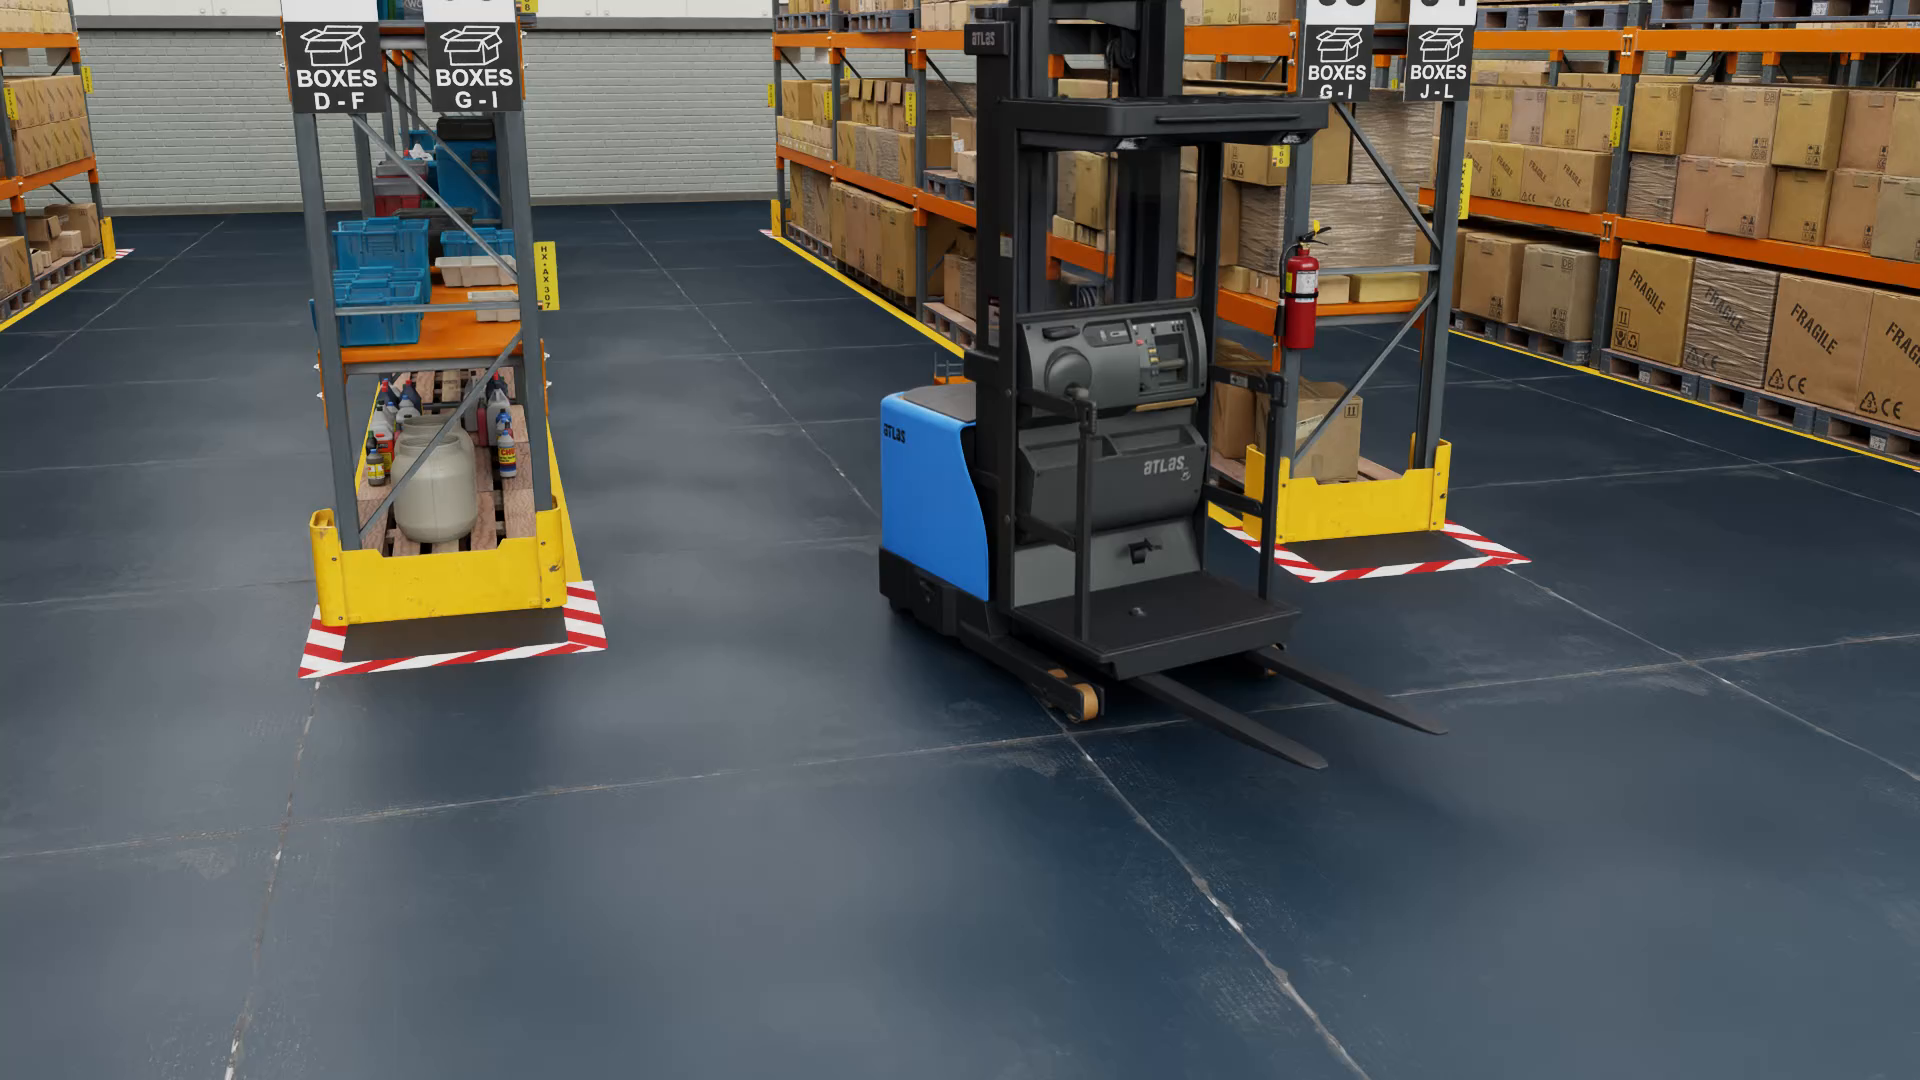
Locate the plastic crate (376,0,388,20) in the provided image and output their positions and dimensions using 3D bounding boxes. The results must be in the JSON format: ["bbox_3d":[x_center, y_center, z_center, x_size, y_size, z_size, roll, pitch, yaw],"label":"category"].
[{"bbox_3d":[-3.325,-3.021,9.111,0.392,0.384,0.575,-5,17,-15],"label":"plastic crate"}]

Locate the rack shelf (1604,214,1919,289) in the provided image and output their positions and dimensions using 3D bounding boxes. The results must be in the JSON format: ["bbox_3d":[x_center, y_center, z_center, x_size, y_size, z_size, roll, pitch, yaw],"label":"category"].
[{"bbox_3d":[6.498,-2.053,12.324,1.077,0.370,4.000,-5,17,-15],"label":"rack shelf"}]

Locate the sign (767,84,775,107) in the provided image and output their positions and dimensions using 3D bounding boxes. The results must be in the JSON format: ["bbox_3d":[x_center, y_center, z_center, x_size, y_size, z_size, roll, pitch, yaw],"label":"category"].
[{"bbox_3d":[-2.681,-6.317,23.624,0.100,0.325,0.005,-5,17,-15],"label":"sign"}]

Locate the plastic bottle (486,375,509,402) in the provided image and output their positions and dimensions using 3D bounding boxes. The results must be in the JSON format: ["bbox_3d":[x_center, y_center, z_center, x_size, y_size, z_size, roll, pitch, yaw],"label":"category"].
[{"bbox_3d":[-3.104,-0.929,11.170,0.144,0.351,0.185,-6,18,-18],"label":"plastic bottle"}]

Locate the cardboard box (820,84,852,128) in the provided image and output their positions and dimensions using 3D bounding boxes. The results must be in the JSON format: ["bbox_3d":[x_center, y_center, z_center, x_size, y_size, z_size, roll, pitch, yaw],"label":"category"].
[{"bbox_3d":[-1.430,-5.336,20.441,0.500,0.500,0.500,-4,17,-14],"label":"cardboard box"}]

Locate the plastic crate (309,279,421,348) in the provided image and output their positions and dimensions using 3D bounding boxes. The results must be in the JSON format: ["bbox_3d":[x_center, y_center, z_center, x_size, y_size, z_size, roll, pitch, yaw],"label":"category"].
[{"bbox_3d":[-2.937,-1.132,8.267,0.499,0.251,0.616,-5,17,-15],"label":"plastic crate"}]

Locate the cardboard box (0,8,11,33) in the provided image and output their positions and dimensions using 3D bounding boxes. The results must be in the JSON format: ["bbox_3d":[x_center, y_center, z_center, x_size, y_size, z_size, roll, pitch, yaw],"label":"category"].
[{"bbox_3d":[-10.469,-5.536,17.716,0.500,0.250,0.500,-5,17,-15],"label":"cardboard box"}]

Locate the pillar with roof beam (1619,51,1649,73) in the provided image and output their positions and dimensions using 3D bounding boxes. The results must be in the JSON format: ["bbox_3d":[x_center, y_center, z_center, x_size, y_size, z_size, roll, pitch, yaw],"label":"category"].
[{"bbox_3d":[8.140,-10.433,28.542,9.100,9.000,0.400,-5,17,-15],"label":"pillar with roof beam"}]

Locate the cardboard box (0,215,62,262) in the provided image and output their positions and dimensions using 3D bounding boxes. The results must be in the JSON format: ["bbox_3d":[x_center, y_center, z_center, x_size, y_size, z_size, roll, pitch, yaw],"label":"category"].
[{"bbox_3d":[-11.094,-3.552,19.637,0.797,0.503,0.637,-5,17,-15],"label":"cardboard box"}]

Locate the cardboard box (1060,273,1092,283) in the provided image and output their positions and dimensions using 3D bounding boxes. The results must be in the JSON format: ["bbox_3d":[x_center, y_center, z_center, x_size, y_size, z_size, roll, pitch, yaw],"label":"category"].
[{"bbox_3d":[0.736,-2.060,14.677,0.700,0.500,0.500,-6,18,-20],"label":"cardboard box"}]

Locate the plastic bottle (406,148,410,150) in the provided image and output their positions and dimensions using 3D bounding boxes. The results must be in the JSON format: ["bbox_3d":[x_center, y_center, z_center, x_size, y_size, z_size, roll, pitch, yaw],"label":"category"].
[{"bbox_3d":[-6.082,-4.180,18.357,0.061,0.283,0.133,-5,17,-15],"label":"plastic bottle"}]

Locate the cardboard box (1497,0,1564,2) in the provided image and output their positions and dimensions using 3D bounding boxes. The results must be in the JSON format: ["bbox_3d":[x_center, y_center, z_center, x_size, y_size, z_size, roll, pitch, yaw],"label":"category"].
[{"bbox_3d":[5.255,-5.061,15.125,0.500,0.311,0.500,-5,18,-17],"label":"cardboard box"}]

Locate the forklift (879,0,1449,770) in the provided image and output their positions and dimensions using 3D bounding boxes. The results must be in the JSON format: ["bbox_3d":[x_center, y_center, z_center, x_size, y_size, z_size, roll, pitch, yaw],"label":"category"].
[{"bbox_3d":[0.786,-0.793,6.998,1.130,2.935,3.031,-10,19,-30],"label":"forklift"}]

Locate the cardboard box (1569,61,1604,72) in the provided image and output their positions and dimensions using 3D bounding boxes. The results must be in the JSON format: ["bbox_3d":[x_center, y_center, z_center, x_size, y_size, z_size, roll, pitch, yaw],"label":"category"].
[{"bbox_3d":[8.644,-6.529,22.933,0.380,0.149,0.250,-5,17,-16],"label":"cardboard box"}]

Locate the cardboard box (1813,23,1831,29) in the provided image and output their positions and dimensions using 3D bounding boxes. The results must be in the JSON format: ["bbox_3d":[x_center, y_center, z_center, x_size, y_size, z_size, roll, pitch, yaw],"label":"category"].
[{"bbox_3d":[9.574,-5.678,18.160,0.396,0.266,0.258,-5,17,-15],"label":"cardboard box"}]

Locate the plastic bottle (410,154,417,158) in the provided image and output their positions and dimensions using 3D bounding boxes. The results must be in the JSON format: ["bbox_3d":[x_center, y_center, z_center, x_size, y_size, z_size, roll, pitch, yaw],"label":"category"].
[{"bbox_3d":[-5.794,-3.934,17.552,0.152,0.276,0.135,-5,17,-15],"label":"plastic bottle"}]

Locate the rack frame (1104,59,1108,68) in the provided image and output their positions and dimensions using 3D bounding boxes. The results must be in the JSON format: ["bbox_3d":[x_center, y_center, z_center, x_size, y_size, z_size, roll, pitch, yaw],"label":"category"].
[{"bbox_3d":[2.650,-6.270,25.113,1.000,3.000,0.127,-5,17,-15],"label":"rack frame"}]

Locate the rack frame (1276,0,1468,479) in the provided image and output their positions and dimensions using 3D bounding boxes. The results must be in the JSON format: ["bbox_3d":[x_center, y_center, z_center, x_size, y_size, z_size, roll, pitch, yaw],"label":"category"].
[{"bbox_3d":[2.251,-1.480,9.167,1.000,3.000,0.127,-5,17,-15],"label":"rack frame"}]

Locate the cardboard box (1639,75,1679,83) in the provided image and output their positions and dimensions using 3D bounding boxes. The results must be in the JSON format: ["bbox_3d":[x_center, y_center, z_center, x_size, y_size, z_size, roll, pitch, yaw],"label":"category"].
[{"bbox_3d":[8.776,-5.546,20.788,0.500,0.500,0.500,-5,17,-16],"label":"cardboard box"}]

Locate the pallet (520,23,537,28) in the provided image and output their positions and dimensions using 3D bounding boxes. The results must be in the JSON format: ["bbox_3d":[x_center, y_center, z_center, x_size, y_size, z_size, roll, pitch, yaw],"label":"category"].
[{"bbox_3d":[-3.318,-3.350,10.503,1.213,0.211,1.003,-5,17,-15],"label":"pallet"}]

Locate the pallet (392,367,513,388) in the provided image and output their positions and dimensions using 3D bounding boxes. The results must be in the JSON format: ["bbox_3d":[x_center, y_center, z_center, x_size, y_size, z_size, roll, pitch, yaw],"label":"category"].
[{"bbox_3d":[-4.203,-1.412,13.786,1.003,0.211,1.213,-5,17,-15],"label":"pallet"}]

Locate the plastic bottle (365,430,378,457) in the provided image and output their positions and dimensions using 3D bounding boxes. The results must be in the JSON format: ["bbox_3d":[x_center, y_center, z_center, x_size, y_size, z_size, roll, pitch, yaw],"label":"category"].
[{"bbox_3d":[-3.487,-0.503,9.869,0.061,0.283,0.133,-4,17,-14],"label":"plastic bottle"}]

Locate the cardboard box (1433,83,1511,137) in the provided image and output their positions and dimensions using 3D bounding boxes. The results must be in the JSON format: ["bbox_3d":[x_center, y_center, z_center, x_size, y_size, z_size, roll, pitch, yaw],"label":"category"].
[{"bbox_3d":[5.103,-4.320,16.706,0.700,0.500,0.500,-5,17,-16],"label":"cardboard box"}]

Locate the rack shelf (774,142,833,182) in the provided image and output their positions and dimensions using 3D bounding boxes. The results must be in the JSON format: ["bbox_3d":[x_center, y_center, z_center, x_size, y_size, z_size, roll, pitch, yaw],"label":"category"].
[{"bbox_3d":[-1.597,-5.008,22.162,1.077,0.370,4.000,-5,17,-15],"label":"rack shelf"}]

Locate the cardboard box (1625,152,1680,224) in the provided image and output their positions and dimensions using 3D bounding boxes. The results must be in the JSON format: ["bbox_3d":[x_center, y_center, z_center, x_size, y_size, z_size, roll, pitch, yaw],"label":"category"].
[{"bbox_3d":[6.061,-2.922,13.704,0.875,0.550,0.550,-5,17,-15],"label":"cardboard box"}]

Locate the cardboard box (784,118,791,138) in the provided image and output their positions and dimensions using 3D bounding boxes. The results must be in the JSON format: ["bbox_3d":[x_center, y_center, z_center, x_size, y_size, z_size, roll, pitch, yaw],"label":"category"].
[{"bbox_3d":[-2.125,-5.679,22.889,0.500,0.250,0.500,-5,17,-16],"label":"cardboard box"}]

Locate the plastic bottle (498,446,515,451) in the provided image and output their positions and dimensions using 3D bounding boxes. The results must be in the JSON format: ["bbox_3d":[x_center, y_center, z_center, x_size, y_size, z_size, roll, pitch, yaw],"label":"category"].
[{"bbox_3d":[-2.739,-0.514,10.049,0.097,0.201,0.097,0,17,0],"label":"plastic bottle"}]

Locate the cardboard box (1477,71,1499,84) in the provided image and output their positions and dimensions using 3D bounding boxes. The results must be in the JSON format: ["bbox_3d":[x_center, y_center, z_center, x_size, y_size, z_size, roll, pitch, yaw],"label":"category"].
[{"bbox_3d":[7.806,-6.500,23.964,0.500,0.500,0.500,-4,17,-15],"label":"cardboard box"}]

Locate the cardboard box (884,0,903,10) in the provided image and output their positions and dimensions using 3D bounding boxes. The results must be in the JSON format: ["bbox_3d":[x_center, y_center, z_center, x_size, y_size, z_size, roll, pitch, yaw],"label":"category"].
[{"bbox_3d":[-0.506,-5.774,17.342,0.500,0.500,0.500,-4,17,-12],"label":"cardboard box"}]

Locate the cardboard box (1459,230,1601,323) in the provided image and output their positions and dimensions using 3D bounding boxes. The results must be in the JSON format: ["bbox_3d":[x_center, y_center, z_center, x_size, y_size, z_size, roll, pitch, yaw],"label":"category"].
[{"bbox_3d":[5.430,-2.506,15.763,1.050,0.750,0.750,-5,17,-15],"label":"cardboard box"}]

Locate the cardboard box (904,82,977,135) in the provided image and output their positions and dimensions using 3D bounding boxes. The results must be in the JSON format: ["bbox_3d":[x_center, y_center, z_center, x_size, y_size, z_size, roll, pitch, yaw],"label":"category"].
[{"bbox_3d":[-0.133,-4.425,17.052,0.797,0.503,0.637,-4,17,-13],"label":"cardboard box"}]

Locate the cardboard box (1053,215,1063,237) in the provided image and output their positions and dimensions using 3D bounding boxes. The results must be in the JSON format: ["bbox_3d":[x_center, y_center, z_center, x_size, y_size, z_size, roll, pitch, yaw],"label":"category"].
[{"bbox_3d":[0.921,-2.383,12.609,0.380,0.149,0.250,-5,17,-15],"label":"cardboard box"}]

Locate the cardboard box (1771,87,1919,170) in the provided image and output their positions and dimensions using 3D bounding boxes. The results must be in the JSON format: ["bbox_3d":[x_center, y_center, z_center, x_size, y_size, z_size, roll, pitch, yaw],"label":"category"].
[{"bbox_3d":[6.449,-2.986,12.041,0.875,0.550,0.500,-5,17,-15],"label":"cardboard box"}]

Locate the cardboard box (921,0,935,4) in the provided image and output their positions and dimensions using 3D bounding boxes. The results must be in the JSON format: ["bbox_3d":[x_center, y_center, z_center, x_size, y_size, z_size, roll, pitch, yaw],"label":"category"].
[{"bbox_3d":[-0.066,-5.267,15.515,0.500,0.500,0.500,-5,17,-15],"label":"cardboard box"}]

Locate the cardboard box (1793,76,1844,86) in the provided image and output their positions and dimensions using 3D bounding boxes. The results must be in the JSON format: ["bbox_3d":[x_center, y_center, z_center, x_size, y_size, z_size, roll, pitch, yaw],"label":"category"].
[{"bbox_3d":[13.100,-6.839,25.447,0.500,0.500,0.500,-5,17,-17],"label":"cardboard box"}]

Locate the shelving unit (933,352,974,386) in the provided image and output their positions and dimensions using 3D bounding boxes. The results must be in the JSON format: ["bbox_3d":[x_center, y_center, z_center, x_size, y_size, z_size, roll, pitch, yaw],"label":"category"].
[{"bbox_3d":[-0.015,-0.518,9.350,0.215,1.050,0.252,-5,17,-15],"label":"shelving unit"}]

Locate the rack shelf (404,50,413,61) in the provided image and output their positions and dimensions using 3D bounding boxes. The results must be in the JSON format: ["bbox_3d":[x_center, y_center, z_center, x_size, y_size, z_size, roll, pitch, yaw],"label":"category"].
[{"bbox_3d":[-6.359,-6.053,20.427,1.077,0.370,4.000,-5,17,-15],"label":"rack shelf"}]

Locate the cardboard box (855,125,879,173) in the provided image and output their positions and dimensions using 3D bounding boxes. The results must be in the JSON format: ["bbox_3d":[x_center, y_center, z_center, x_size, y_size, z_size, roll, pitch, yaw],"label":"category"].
[{"bbox_3d":[-0.885,-4.423,18.789,0.500,0.500,0.500,-5,17,-17],"label":"cardboard box"}]

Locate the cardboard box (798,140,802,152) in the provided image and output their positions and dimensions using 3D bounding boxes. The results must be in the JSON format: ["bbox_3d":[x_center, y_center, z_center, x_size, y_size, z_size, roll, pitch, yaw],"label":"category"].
[{"bbox_3d":[-1.942,-5.236,22.107,0.380,0.149,0.250,-5,17,-17],"label":"cardboard box"}]

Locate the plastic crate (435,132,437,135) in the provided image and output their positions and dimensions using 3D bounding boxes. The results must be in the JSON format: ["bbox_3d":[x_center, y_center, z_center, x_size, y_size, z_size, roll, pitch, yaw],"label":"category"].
[{"bbox_3d":[-6.976,-5.187,21.692,0.416,0.233,0.300,-5,17,-15],"label":"plastic crate"}]

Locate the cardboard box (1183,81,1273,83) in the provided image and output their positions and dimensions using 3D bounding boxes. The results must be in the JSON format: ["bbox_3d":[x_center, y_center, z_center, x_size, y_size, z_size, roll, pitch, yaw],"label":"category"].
[{"bbox_3d":[1.815,-2.877,11.386,0.500,0.500,0.500,-5,17,-15],"label":"cardboard box"}]

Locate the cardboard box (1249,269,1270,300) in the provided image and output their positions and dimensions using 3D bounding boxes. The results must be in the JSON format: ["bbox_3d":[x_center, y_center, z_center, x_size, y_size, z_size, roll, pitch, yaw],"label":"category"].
[{"bbox_3d":[1.906,-1.492,9.641,0.380,0.149,0.250,-5,17,-15],"label":"cardboard box"}]

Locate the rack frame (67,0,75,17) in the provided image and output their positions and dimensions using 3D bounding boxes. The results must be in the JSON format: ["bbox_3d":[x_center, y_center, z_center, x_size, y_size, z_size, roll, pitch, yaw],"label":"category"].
[{"bbox_3d":[-11.672,-7.997,20.433,1.000,3.000,0.127,-5,17,-15],"label":"rack frame"}]

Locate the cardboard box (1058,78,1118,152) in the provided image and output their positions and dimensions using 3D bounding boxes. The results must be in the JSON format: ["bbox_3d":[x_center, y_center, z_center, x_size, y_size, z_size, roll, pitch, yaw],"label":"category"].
[{"bbox_3d":[1.031,-3.112,12.168,0.500,0.500,0.500,-5,17,-15],"label":"cardboard box"}]

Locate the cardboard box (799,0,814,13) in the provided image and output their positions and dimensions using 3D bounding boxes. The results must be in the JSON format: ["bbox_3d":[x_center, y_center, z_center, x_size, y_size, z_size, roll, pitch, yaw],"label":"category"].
[{"bbox_3d":[-1.724,-7.196,21.902,0.700,0.500,0.500,-6,18,-19],"label":"cardboard box"}]

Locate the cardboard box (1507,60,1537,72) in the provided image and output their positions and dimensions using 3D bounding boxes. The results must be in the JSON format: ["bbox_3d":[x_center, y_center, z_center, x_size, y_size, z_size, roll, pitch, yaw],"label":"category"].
[{"bbox_3d":[7.977,-6.701,23.505,0.380,0.149,0.250,-5,17,-16],"label":"cardboard box"}]

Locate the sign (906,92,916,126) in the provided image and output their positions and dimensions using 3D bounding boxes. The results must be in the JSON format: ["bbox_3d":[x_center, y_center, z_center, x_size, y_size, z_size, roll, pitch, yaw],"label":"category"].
[{"bbox_3d":[-0.480,-4.203,16.218,0.100,0.325,0.005,-5,17,-15],"label":"sign"}]

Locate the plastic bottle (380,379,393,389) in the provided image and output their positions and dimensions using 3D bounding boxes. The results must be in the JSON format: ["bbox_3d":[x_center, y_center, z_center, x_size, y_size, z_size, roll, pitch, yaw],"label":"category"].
[{"bbox_3d":[-3.945,-0.977,11.467,0.097,0.271,0.097,0,17,0],"label":"plastic bottle"}]

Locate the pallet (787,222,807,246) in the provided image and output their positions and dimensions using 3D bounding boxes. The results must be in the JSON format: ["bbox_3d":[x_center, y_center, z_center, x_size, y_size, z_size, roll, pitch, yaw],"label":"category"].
[{"bbox_3d":[-1.851,-4.356,23.586,1.003,0.211,1.213,-5,17,-15],"label":"pallet"}]

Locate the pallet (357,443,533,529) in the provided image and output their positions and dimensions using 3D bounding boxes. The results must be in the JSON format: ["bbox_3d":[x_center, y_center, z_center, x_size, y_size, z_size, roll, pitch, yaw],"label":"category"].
[{"bbox_3d":[-3.127,-0.333,10.193,1.003,0.211,1.213,-5,17,-15],"label":"pallet"}]

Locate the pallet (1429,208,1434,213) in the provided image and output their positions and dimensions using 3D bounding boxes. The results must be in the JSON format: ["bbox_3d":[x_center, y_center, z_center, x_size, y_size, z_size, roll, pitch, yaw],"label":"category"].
[{"bbox_3d":[7.677,-5.139,26.194,1.003,0.211,1.213,-5,17,-15],"label":"pallet"}]

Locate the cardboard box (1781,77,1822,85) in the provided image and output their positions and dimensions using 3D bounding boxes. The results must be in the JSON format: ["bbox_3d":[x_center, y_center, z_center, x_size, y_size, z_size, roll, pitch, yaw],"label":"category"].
[{"bbox_3d":[9.680,-5.159,19.502,0.500,0.500,0.500,-5,18,-17],"label":"cardboard box"}]
